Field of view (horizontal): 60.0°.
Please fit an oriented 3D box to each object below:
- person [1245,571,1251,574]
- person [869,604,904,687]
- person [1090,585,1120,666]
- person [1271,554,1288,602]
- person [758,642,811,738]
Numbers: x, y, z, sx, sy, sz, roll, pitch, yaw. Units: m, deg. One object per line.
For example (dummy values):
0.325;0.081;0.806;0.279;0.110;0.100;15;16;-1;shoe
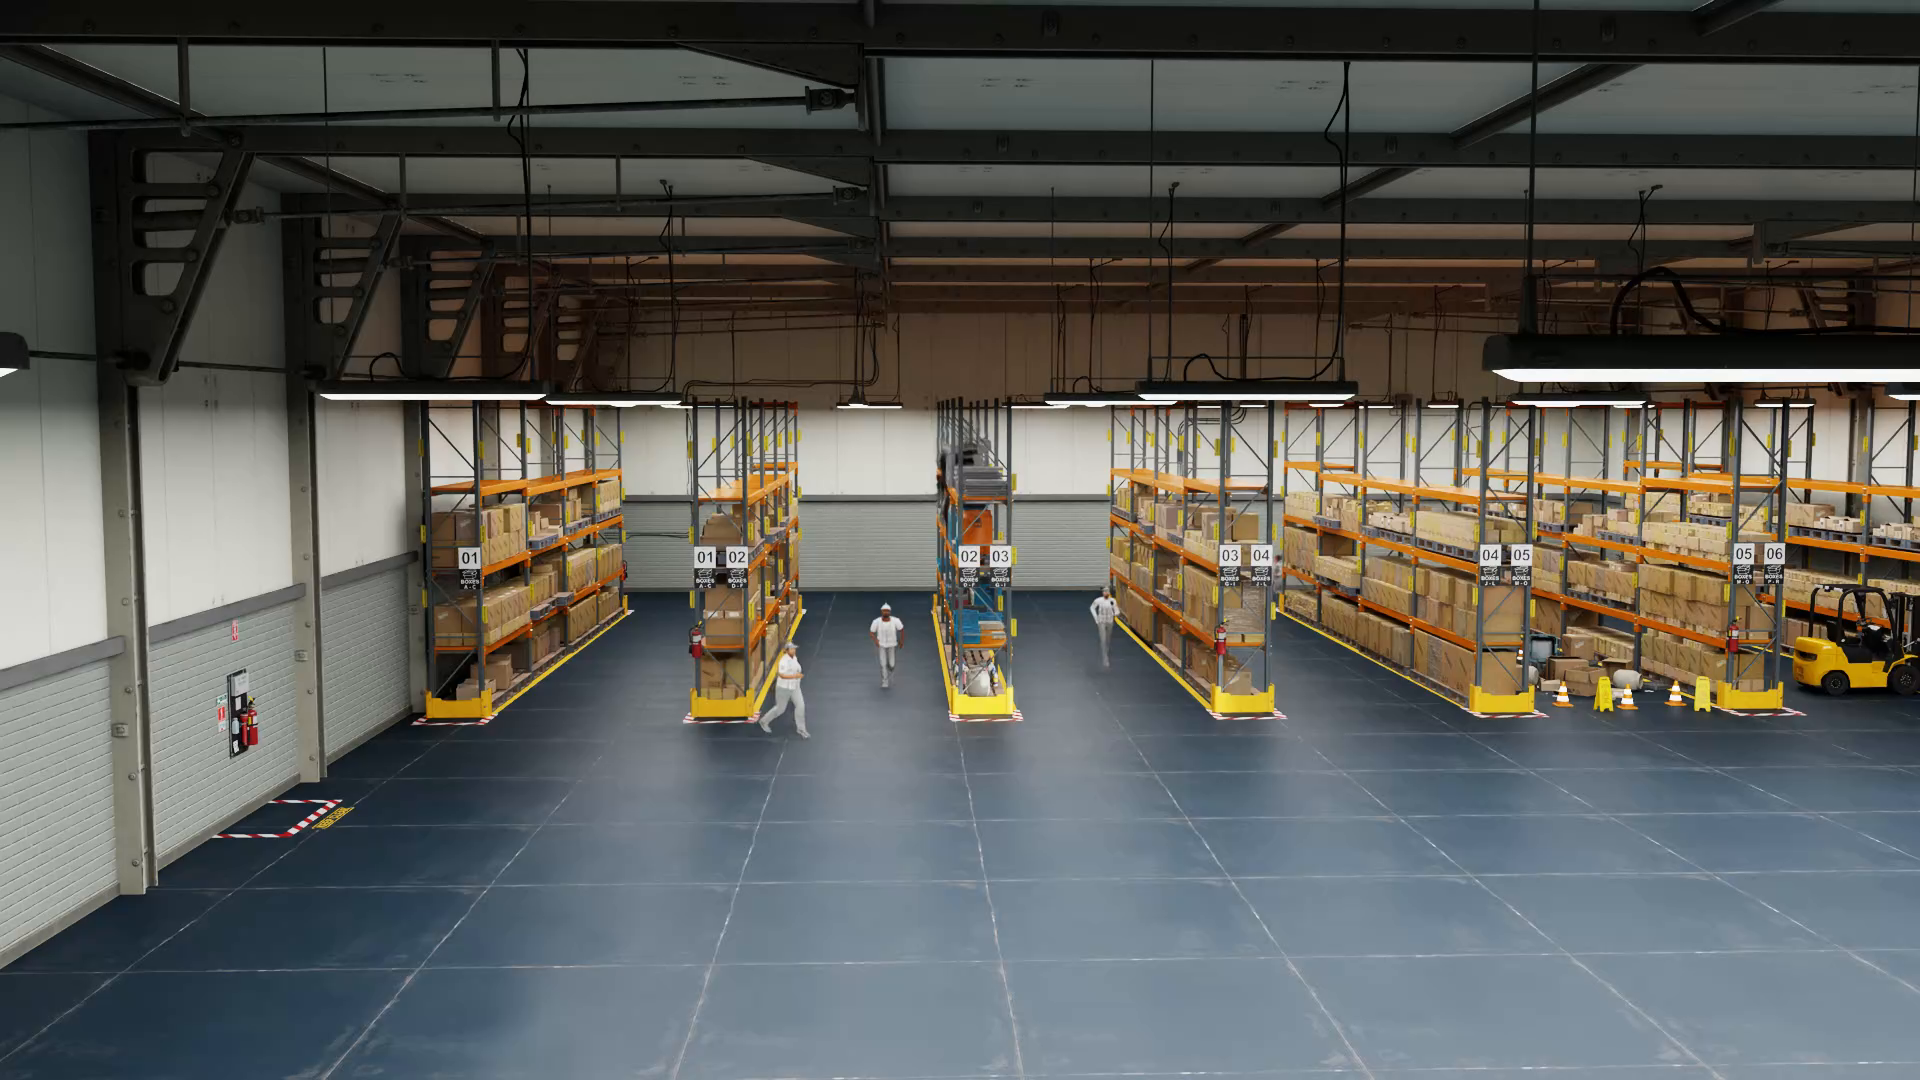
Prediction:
8.040;1.223;47.310;0.694;1.721;0.686;1;5;18;person
-1.508;2.185;34.412;0.736;1.718;0.610;0;4;-5;person
3.160;1.828;36.054;0.615;1.733;0.773;-1;4;-8;person
9.325;1.194;48.801;0.747;1.575;0.583;-2;5;-19;person
-3.065;2.633;29.308;0.939;1.695;0.614;2;5;27;person
